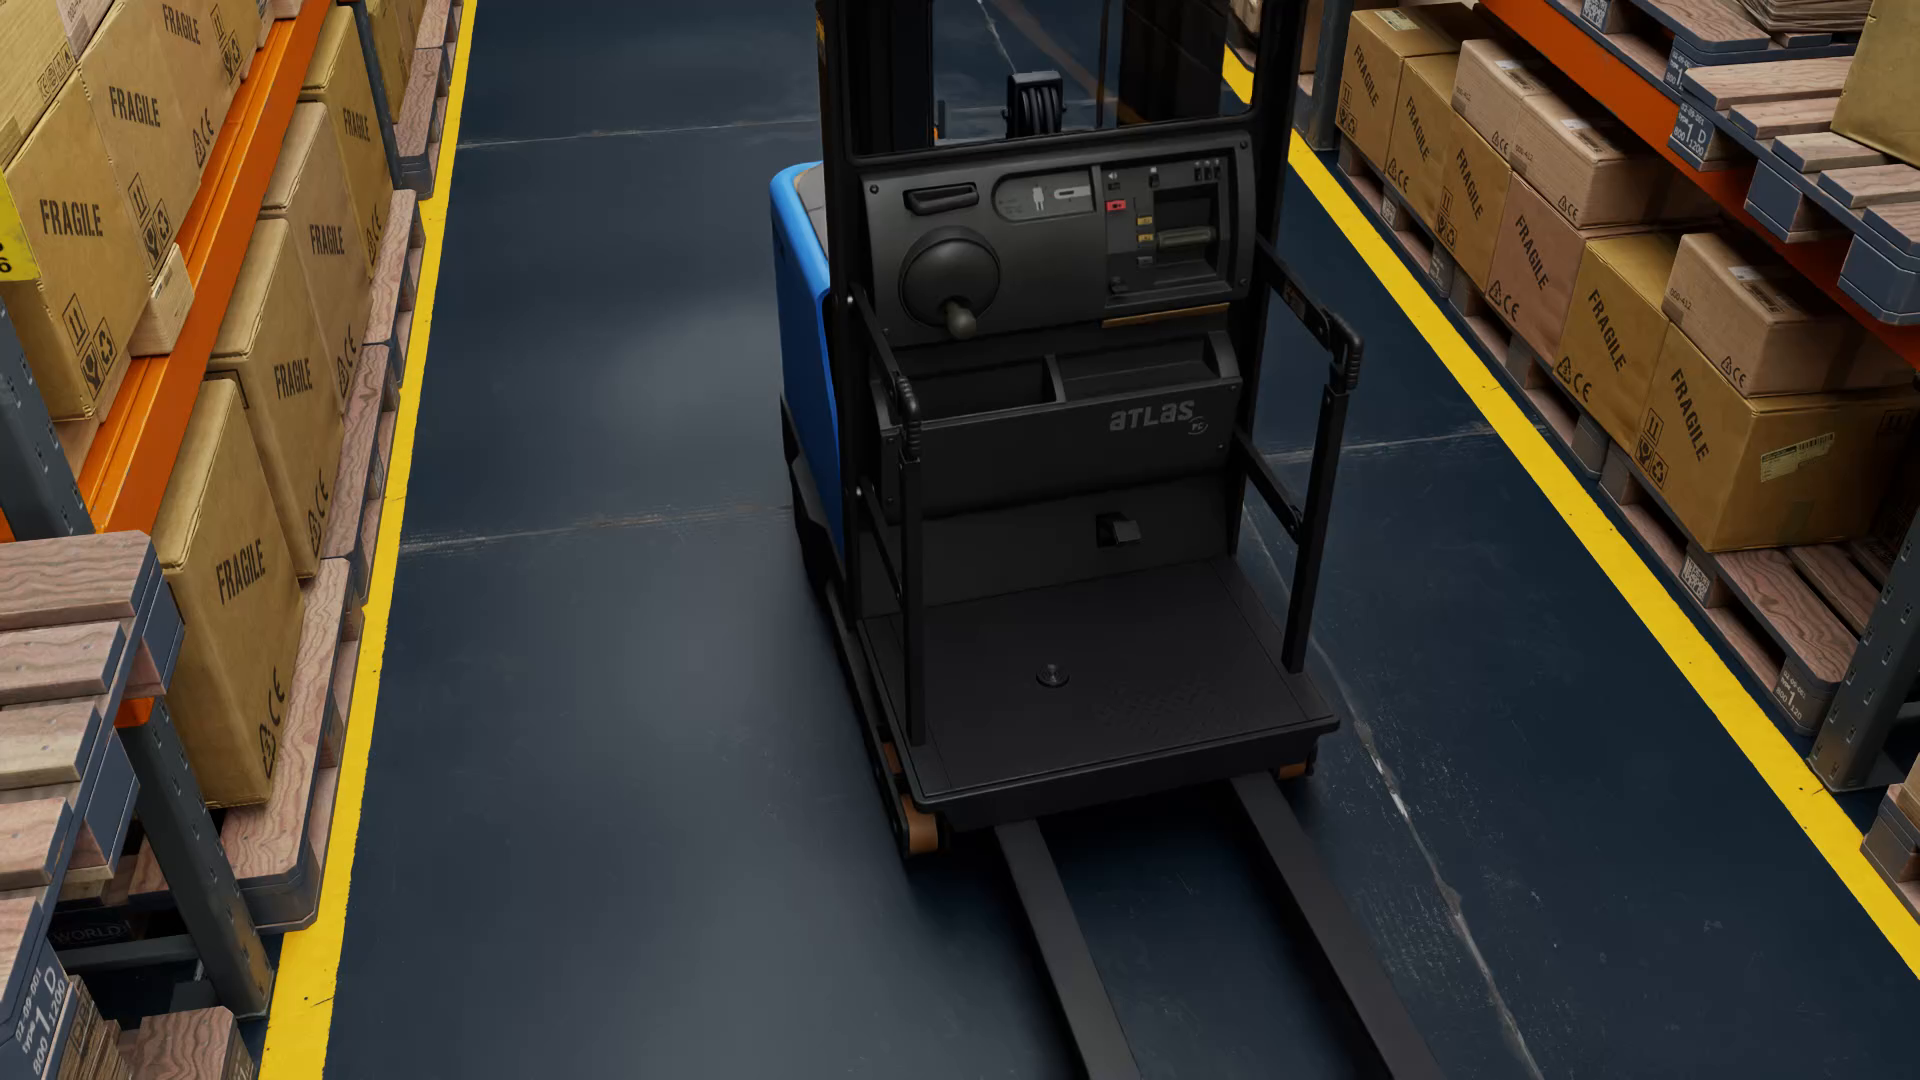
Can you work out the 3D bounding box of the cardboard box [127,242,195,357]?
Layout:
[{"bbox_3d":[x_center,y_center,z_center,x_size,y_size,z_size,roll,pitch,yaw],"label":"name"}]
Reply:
[{"bbox_3d":[-1.927,-0.522,3.665,0.380,0.149,0.250,-5,38,-7],"label":"cardboard box"}]

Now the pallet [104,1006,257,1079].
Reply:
[{"bbox_3d":[-1.963,1.507,3.138,1.003,0.211,1.213,-6,38,-8],"label":"pallet"}]

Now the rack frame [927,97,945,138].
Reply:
[{"bbox_3d":[-0.164,-0.839,5.351,0.240,1.200,0.015,-9,39,-12],"label":"rack frame"}]

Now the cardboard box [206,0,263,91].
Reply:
[{"bbox_3d":[-2.200,-1.483,4.374,0.500,0.500,0.500,-5,38,-7],"label":"cardboard box"}]

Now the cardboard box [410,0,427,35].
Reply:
[{"bbox_3d":[-3.003,-2.738,8.024,0.700,0.500,0.500,-5,38,-7],"label":"cardboard box"}]

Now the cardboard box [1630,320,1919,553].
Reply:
[{"bbox_3d":[2.382,-0.328,4.906,0.500,0.500,0.500,-5,38,-6],"label":"cardboard box"}]

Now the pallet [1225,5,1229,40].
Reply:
[{"bbox_3d":[1.740,-3.070,9.029,1.003,0.211,1.213,-6,38,-8],"label":"pallet"}]

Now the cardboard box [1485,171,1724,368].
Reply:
[{"bbox_3d":[2.194,-0.957,5.715,0.500,0.500,0.500,-8,38,-10],"label":"cardboard box"}]

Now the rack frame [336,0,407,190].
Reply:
[{"bbox_3d":[-2.800,-2.482,6.000,1.000,3.000,0.127,-6,38,-8],"label":"rack frame"}]

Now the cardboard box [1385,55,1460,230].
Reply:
[{"bbox_3d":[2.026,-1.565,6.498,0.500,0.500,0.500,-6,38,-7],"label":"cardboard box"}]

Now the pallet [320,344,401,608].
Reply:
[{"bbox_3d":[-2.373,-0.185,5.316,1.003,0.211,1.213,-6,38,-8],"label":"pallet"}]

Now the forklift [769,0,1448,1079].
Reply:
[{"bbox_3d":[0.299,-0.627,3.668,1.130,2.935,3.031,-9,39,-12],"label":"forklift"}]

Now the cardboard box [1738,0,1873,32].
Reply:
[{"bbox_3d":[2.584,-1.748,4.631,0.700,0.500,0.500,0,38,1],"label":"cardboard box"}]

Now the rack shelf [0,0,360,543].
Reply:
[{"bbox_3d":[-2.449,-0.990,4.666,1.077,0.370,4.000,-6,38,-8],"label":"rack shelf"}]

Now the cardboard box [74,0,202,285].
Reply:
[{"bbox_3d":[-2.015,-0.870,3.584,0.500,0.500,0.500,-5,38,-6],"label":"cardboard box"}]

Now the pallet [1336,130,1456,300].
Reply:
[{"bbox_3d":[2.256,-1.429,6.918,1.003,0.211,1.213,-6,38,-8],"label":"pallet"}]

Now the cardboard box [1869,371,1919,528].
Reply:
[{"bbox_3d":[2.882,-0.409,5.011,0.500,0.500,0.500,-8,38,-10],"label":"cardboard box"}]

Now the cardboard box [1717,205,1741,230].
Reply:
[{"bbox_3d":[2.702,-1.028,5.807,0.500,0.500,0.500,-7,38,-9],"label":"cardboard box"}]

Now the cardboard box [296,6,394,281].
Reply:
[{"bbox_3d":[-2.558,-1.421,6.044,0.750,0.750,0.750,-6,38,-7],"label":"cardboard box"}]

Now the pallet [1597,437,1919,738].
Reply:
[{"bbox_3d":[2.684,0.045,5.021,1.003,0.211,1.213,-6,38,-8],"label":"pallet"}]

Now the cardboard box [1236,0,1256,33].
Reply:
[{"bbox_3d":[1.572,-2.599,8.116,0.380,0.149,0.250,-6,38,-8],"label":"cardboard box"}]

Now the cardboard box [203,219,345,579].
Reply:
[{"bbox_3d":[-2.246,-0.371,4.693,0.750,0.750,0.750,-6,38,-8],"label":"cardboard box"}]

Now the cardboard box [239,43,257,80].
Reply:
[{"bbox_3d":[-2.283,-1.445,4.854,0.380,0.149,0.250,-7,38,-9],"label":"cardboard box"}]

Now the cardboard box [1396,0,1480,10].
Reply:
[{"bbox_3d":[2.216,-2.406,7.735,0.500,0.311,0.500,-6,38,-8],"label":"cardboard box"}]

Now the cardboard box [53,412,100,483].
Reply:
[{"bbox_3d":[-1.928,-0.199,3.250,0.380,0.149,0.250,-7,38,-9],"label":"cardboard box"}]

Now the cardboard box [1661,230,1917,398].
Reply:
[{"bbox_3d":[2.368,-0.657,4.719,0.500,0.250,0.500,-5,38,-6],"label":"cardboard box"}]

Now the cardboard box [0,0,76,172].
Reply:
[{"bbox_3d":[-1.930,-0.847,2.944,0.500,0.250,0.500,-5,38,-7],"label":"cardboard box"}]

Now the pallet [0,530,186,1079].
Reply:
[{"bbox_3d":[-1.869,0.428,2.410,1.213,0.211,1.003,-6,38,-8],"label":"pallet"}]

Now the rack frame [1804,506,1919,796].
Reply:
[{"bbox_3d":[2.778,-0.602,3.579,1.000,3.000,0.127,-6,38,-8],"label":"rack frame"}]

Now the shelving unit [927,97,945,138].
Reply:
[{"bbox_3d":[-0.228,-0.983,5.537,0.258,1.200,0.503,-9,39,-12],"label":"shelving unit"}]

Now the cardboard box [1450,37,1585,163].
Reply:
[{"bbox_3d":[2.096,-1.578,5.904,0.500,0.250,0.500,-6,38,-8],"label":"cardboard box"}]

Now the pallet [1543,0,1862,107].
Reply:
[{"bbox_3d":[2.432,-1.700,5.149,1.003,0.211,1.213,-6,38,-8],"label":"pallet"}]

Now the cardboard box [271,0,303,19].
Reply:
[{"bbox_3d":[-2.289,-1.753,5.250,0.380,0.149,0.250,-6,38,-8],"label":"cardboard box"}]

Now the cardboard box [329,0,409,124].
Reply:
[{"bbox_3d":[-2.830,-2.124,7.234,0.700,0.500,0.500,-6,38,-7],"label":"cardboard box"}]

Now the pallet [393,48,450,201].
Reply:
[{"bbox_3d":[-2.856,-1.849,7.458,1.003,0.211,1.213,-6,38,-8],"label":"pallet"}]
